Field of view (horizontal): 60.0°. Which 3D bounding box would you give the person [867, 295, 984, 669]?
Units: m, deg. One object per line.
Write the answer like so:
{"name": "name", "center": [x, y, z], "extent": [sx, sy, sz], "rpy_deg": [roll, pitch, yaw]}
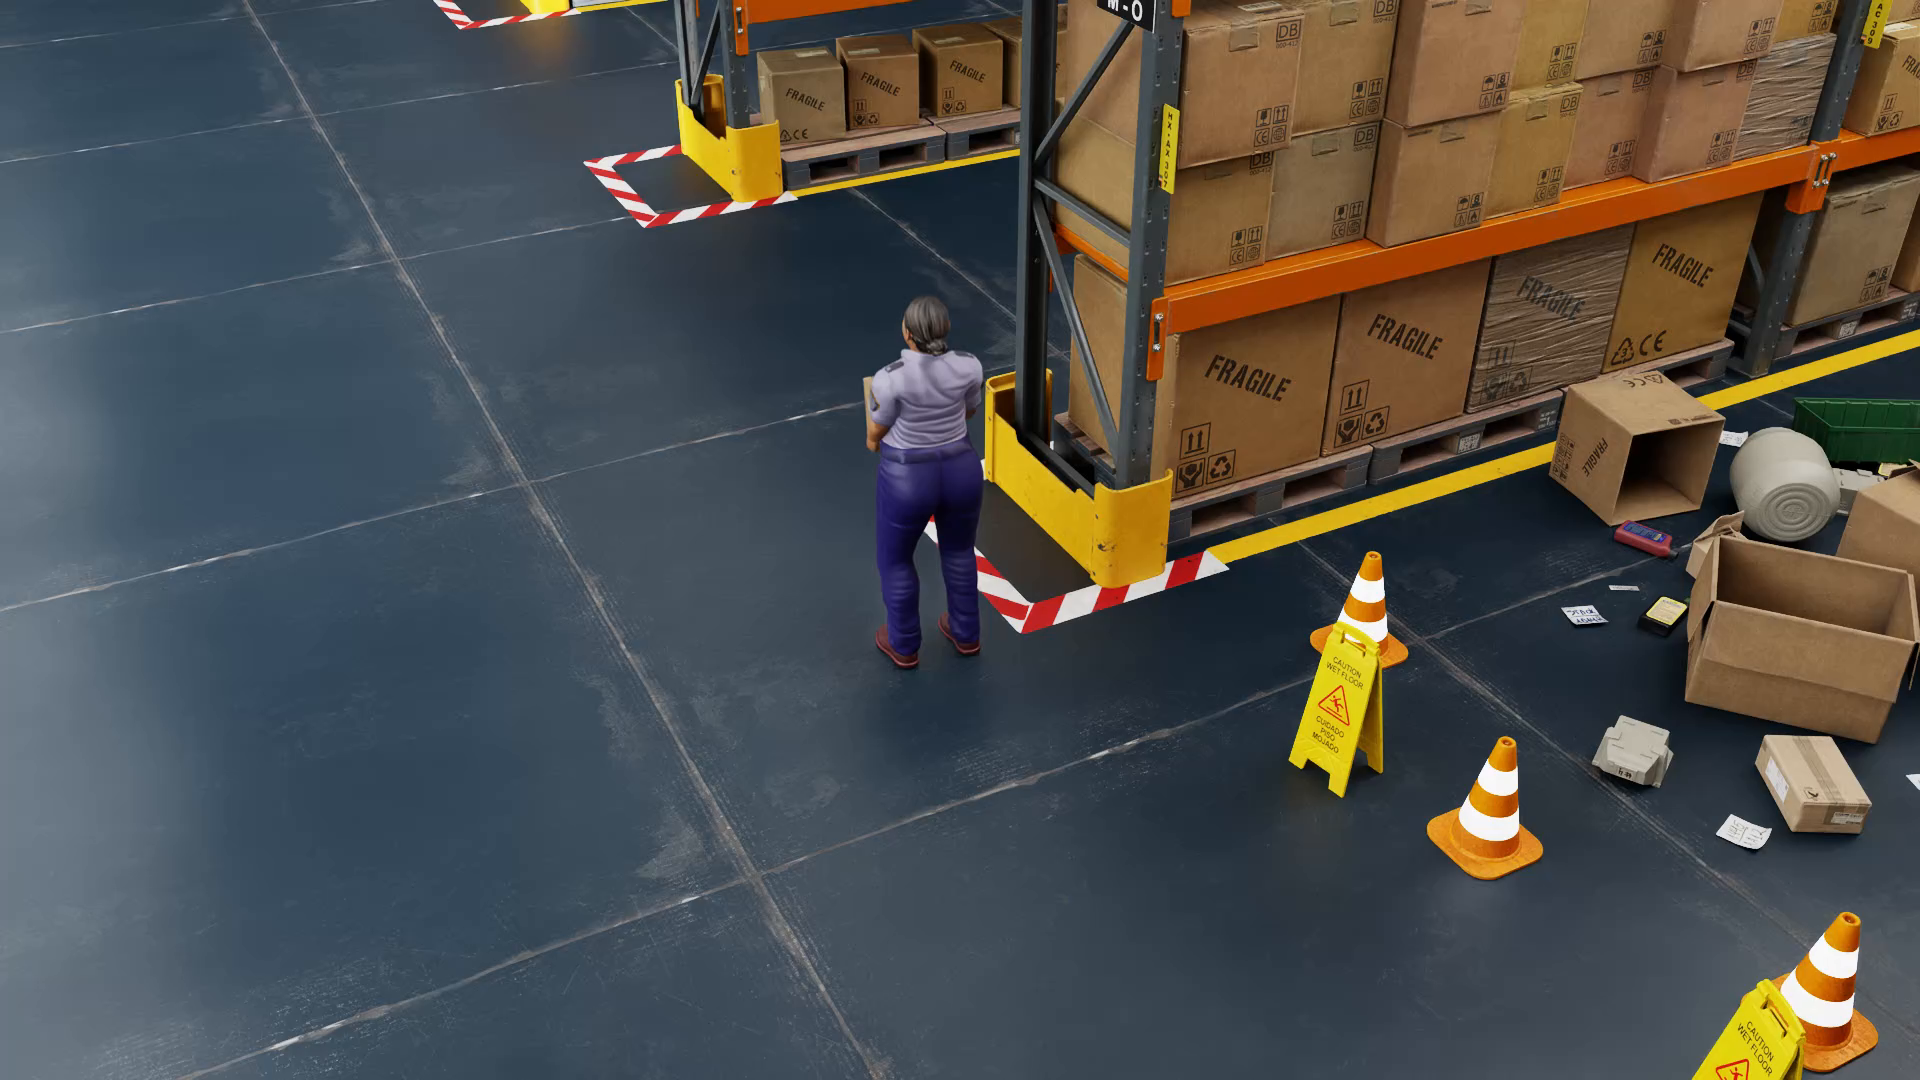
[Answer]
{"name": "person", "center": [-0.156, -0.270, 6.576], "extent": [0.453, 1.637, 0.517], "rpy_deg": [-12, 35, -18]}
